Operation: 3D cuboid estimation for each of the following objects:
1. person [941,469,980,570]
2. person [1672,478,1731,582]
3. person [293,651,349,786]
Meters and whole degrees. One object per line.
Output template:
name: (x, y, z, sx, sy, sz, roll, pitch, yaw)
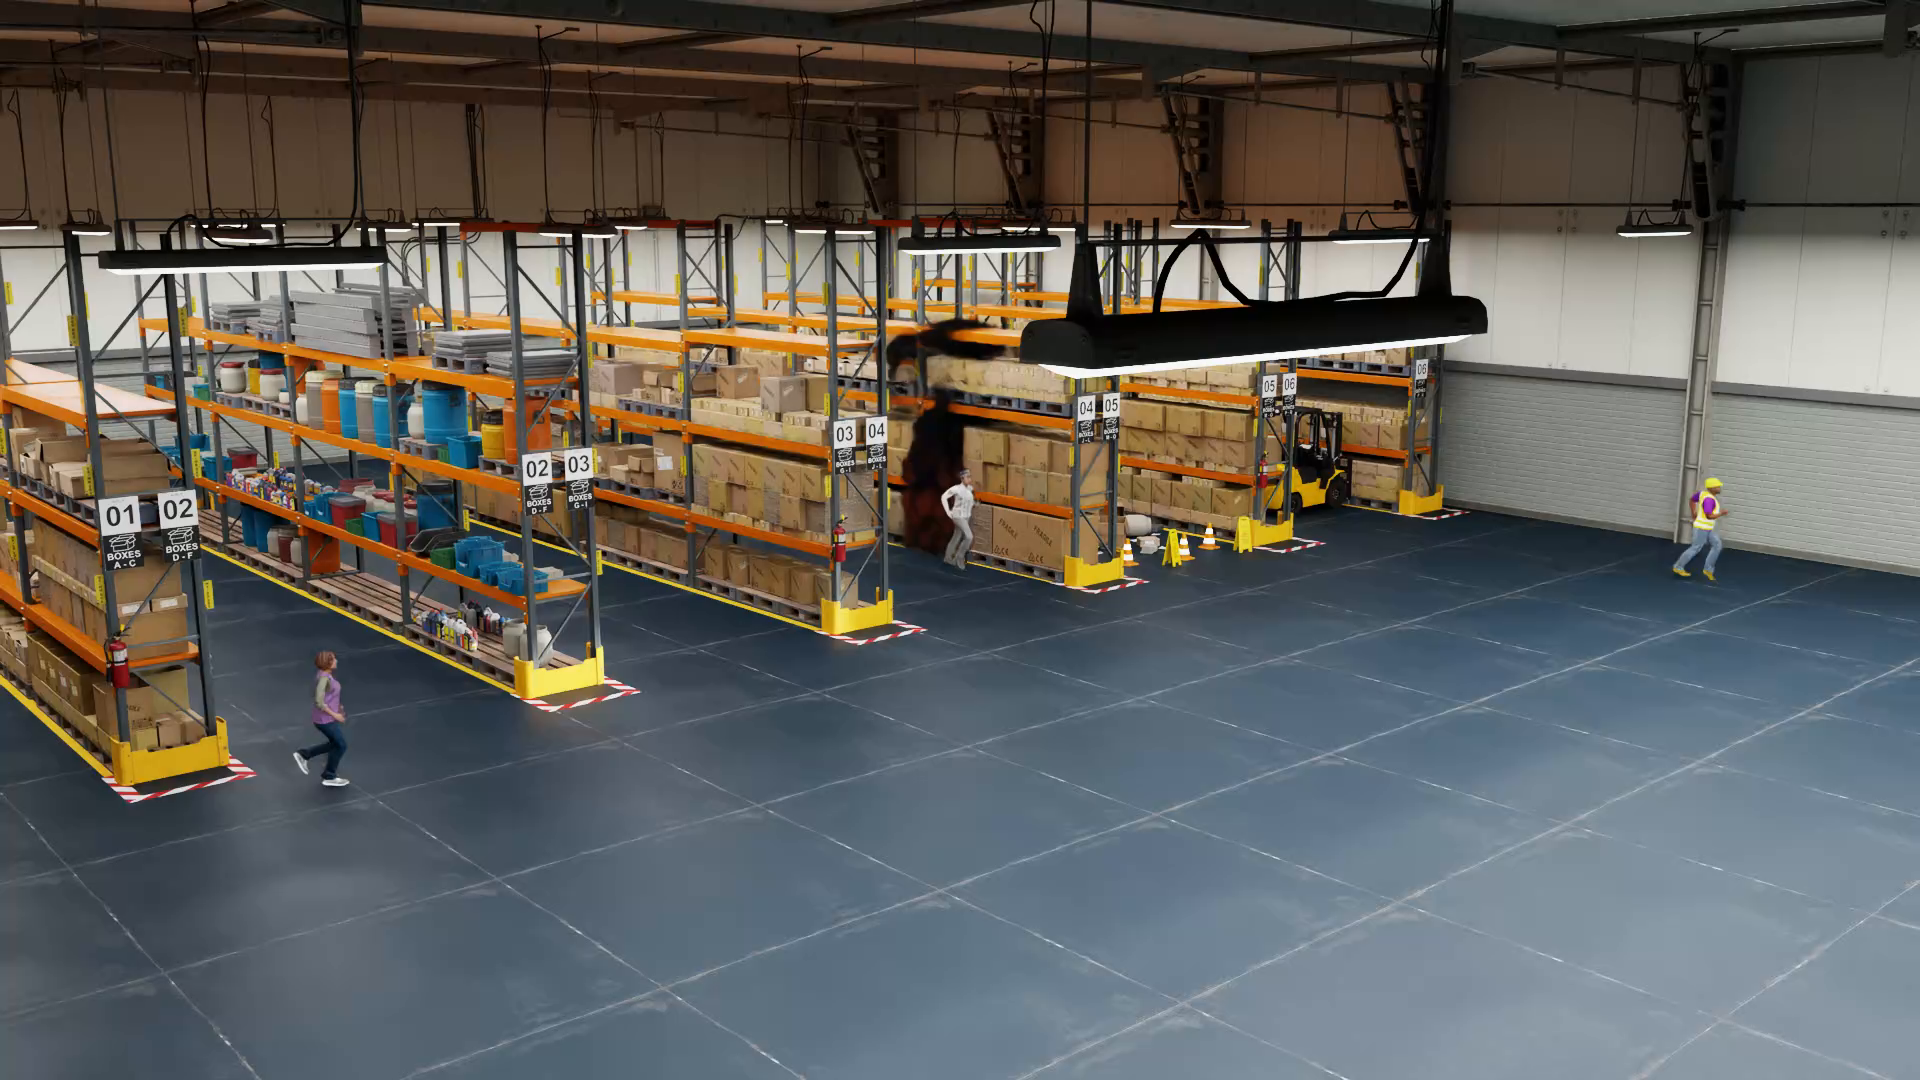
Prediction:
person: (0.027, -0.348, 27.972, 0.713, 1.714, 0.592, 8, 14, 34)
person: (12.613, -0.156, 28.250, 0.832, 1.833, 0.661, 6, 13, 29)
person: (-7.036, 1.974, 18.237, 0.578, 1.553, 0.525, -4, 12, -20)
